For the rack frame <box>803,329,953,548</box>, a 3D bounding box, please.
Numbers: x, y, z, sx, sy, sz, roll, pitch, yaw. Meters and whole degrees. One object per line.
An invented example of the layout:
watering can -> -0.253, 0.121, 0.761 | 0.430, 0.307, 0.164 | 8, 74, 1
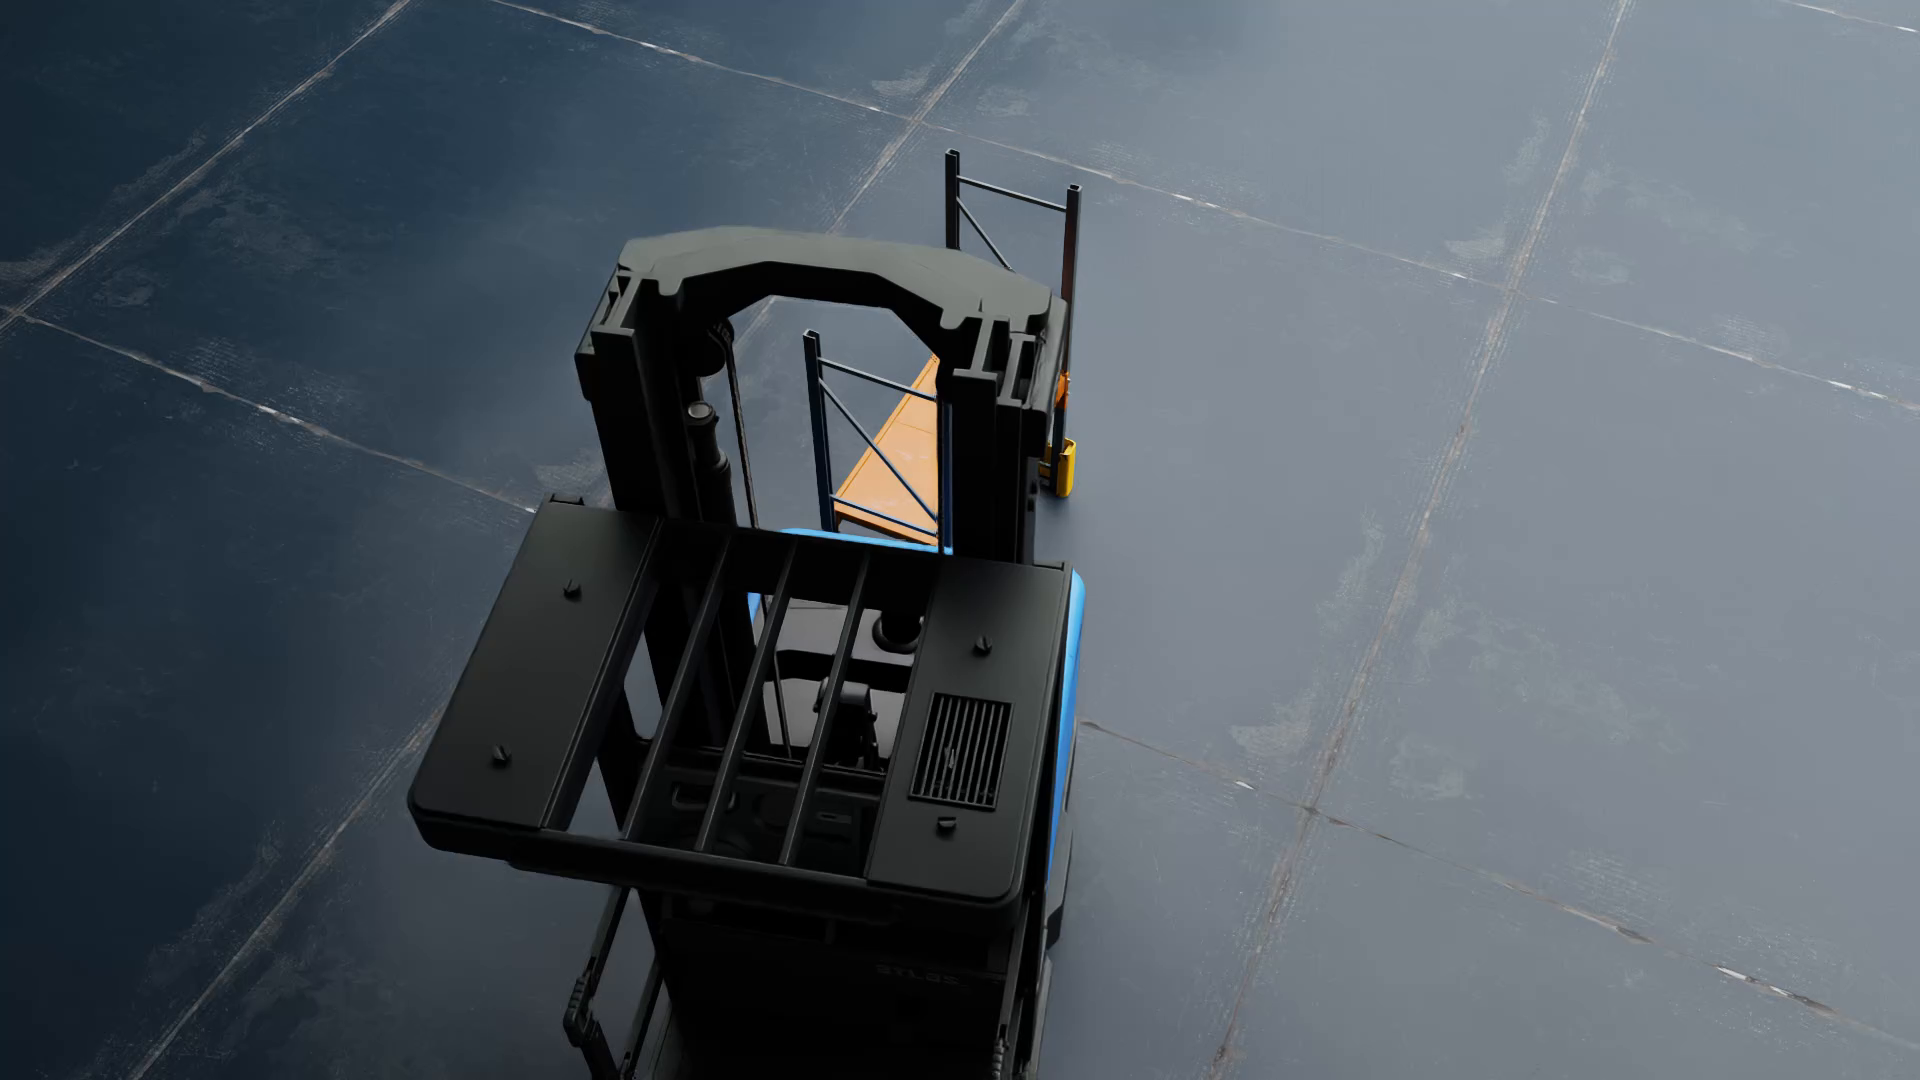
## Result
rack frame -> -0.254, -0.077, 5.646 | 0.500, 1.500, 0.032 | 20, 52, 16

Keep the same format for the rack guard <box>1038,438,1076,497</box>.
rack guard -> 0.180, -0.371, 6.717 | 0.587, 0.250, 0.087 | 20, 52, 16

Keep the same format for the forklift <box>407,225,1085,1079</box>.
forklift -> -0.363, 0.868, 3.902 | 1.130, 2.935, 3.031 | 8, 50, 6

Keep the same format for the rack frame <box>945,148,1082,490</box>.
rack frame -> 0.181, -0.777, 6.242 | 0.500, 1.500, 0.032 | 20, 52, 16

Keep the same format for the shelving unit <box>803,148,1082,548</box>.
shelving unit -> -0.033, -0.434, 5.949 | 0.587, 1.500, 1.083 | 20, 52, 16

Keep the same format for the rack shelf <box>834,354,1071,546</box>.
rack shelf -> -0.036, -0.311, 6.081 | 0.538, 0.185, 1.000 | 20, 52, 16
